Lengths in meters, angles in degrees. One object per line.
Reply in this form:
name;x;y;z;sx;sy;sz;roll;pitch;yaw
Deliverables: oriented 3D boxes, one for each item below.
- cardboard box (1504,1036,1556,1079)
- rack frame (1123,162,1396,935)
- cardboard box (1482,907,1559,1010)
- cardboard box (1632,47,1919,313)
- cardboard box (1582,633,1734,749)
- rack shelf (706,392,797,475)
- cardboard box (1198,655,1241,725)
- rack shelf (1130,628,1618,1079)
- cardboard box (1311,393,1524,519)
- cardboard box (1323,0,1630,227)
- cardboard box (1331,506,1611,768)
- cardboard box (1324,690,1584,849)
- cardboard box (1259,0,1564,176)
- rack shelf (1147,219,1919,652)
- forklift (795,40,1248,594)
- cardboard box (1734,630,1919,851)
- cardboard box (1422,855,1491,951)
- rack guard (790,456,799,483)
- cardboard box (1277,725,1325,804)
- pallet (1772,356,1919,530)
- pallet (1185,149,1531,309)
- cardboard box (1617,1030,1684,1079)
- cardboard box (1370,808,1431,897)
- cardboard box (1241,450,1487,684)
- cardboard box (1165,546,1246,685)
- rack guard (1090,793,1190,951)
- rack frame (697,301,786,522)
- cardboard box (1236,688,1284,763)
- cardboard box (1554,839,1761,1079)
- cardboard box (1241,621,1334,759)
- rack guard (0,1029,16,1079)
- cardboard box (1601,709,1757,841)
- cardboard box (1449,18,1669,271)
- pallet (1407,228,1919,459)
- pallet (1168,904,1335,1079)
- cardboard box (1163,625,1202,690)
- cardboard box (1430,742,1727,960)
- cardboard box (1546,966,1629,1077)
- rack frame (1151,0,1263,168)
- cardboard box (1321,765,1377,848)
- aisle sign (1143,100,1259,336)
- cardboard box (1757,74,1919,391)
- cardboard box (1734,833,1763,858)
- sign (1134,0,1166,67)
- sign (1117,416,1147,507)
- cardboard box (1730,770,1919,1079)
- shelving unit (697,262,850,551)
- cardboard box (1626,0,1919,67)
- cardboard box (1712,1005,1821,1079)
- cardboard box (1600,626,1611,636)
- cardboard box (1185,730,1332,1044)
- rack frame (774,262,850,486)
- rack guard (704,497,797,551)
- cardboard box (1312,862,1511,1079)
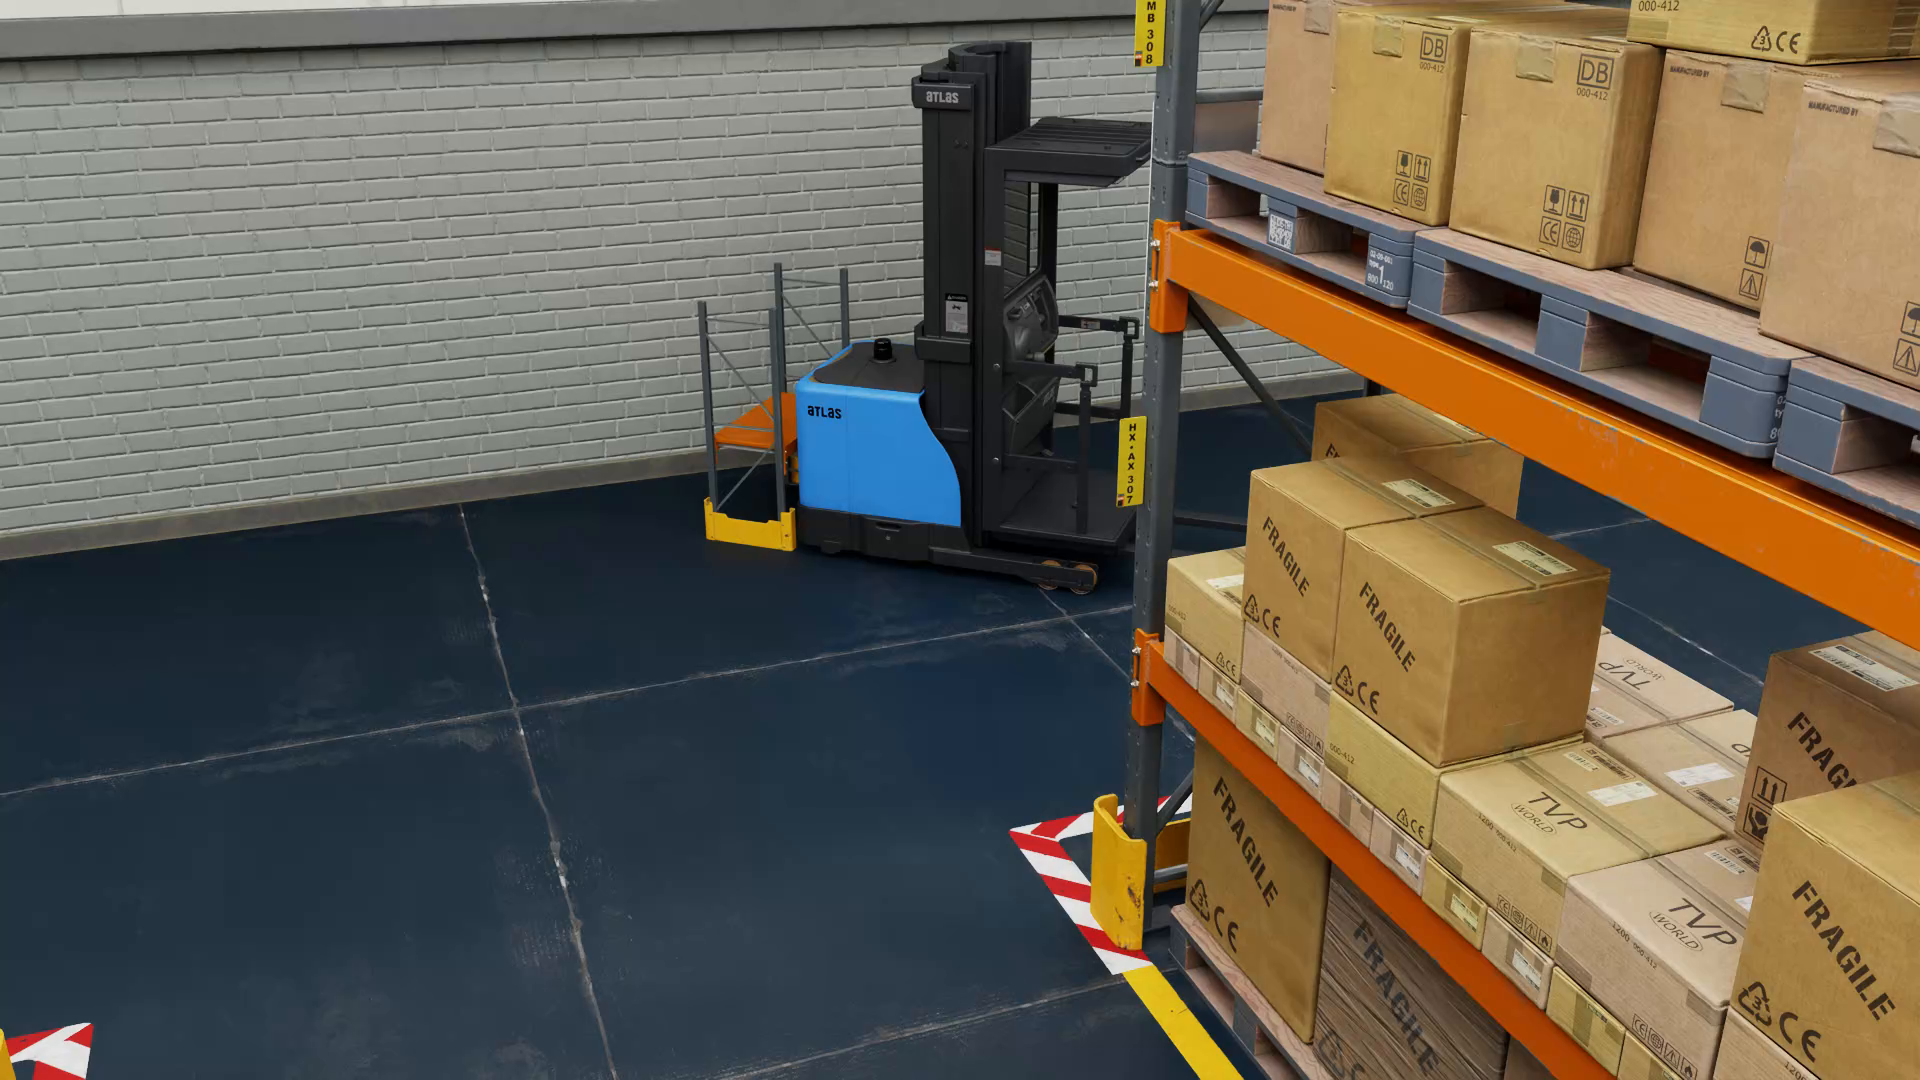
cardboard box;2.058;1.750;4.432;0.875;0.875;0.875;-8;24;-19
rack frame;1.122;0.089;6.178;1.000;3.000;0.127;-8;24;-19
cardboard box;1.577;1.032;4.262;0.380;0.149;0.250;-8;24;-18
cardboard box;1.964;-0.808;3.644;0.700;0.500;0.500;-7;24;-17
cardboard box;1.900;0.530;4.942;0.500;0.250;0.500;-9;25;-21
rack shelf;-1.116;-0.687;10.413;0.538;0.185;1.000;8;24;18
cardboard box;1.030;0.472;5.593;0.380;0.149;0.250;-9;24;-20
rack shelf;1.828;1.147;4.593;1.077;0.370;4.000;-8;24;-19
cardboard box;1.539;-0.184;5.669;0.500;0.500;0.500;-8;24;-18
cardboard box;1.441;-1.177;4.520;0.700;0.500;0.500;-9;25;-21
cardboard box;1.404;0.256;4.626;0.500;0.500;0.500;-9;24;-20
cardboard box;1.402;0.603;4.767;0.500;0.250;0.500;-9;25;-21
cardboard box;1.355;-1.398;5.044;0.700;0.500;0.500;-10;25;-22
rack shelf;1.828;-0.236;4.011;1.077;0.370;4.000;-8;24;-19
forklift;0.595;-1.272;9.493;3.031;2.935;1.130;8;24;17
cardboard box;2.250;0.551;3.926;0.500;0.500;0.500;-9;25;-21
cardboard box;1.483;0.937;4.488;0.380;0.149;0.250;-9;24;-20
rack guard;-0.944;-0.462;11.025;0.587;0.250;0.087;8;24;18
cardboard box;1.214;0.659;5.147;0.380;0.149;0.250;-9;24;-20
pallet;2.255;-0.098;2.873;1.003;0.211;1.213;-8;24;-19
pallet;1.393;-0.985;4.976;1.003;0.211;1.213;-8;24;-19
cardboard box;1.756;1.218;3.822;0.380;0.149;0.250;-8;24;-18
cardboard box;1.395;0.845;4.706;0.380;0.149;0.250;-9;24;-20
cardboard box;1.215;0.068;5.071;0.500;0.500;0.500;-9;24;-20
cardboard box;1.038;0.232;5.648;0.500;0.250;0.500;-9;24;-20
rack guard;1.113;1.232;6.684;1.175;0.500;0.348;-8;24;-19
rack frame;-1.288;-0.667;9.902;0.500;1.500;0.032;8;24;18
cardboard box;1.121;0.565;5.372;0.380;0.149;0.250;-9;24;-20
cardboard box;1.767;0.976;3.881;0.500;0.250;0.500;-8;24;-18
cardboard box;1.228;0.420;5.202;0.500;0.250;0.500;-9;24;-20
rack guard;-3.533;1.913;5.068;1.175;0.500;0.348;-8;24;-19
cardboard box;2.087;0.718;4.494;0.500;0.250;0.500;-8;24;-19
cardboard box;1.669;-0.996;4.090;0.700;0.500;0.500;-10;25;-23
pallet;1.828;-0.541;3.923;1.003;0.211;1.213;-8;24;-19
pallet;1.477;1.653;6.056;1.003;0.211;1.213;-8;24;-19
cardboard box;0.938;0.379;5.813;0.380;0.149;0.250;-8;24;-18
cardboard box;1.592;0.792;4.319;0.500;0.250;0.500;-9;24;-20
cardboard box;1.666;1.125;4.042;0.380;0.149;0.250;-9;24;-20
rack frame;1.122;-2.676;5.013;1.000;3.000;0.127;-8;24;-19
cardboard box;1.303;0.752;4.928;0.380;0.149;0.250;-9;24;-20
aisle sign;0.815;-1.094;5.637;0.394;0.787;0.004;-8;24;-19
cardboard box;2.016;-0.598;3.147;0.700;0.500;0.500;-7;24;-16
cardboard box;2.254;0.898;4.066;0.500;0.250;0.500;-8;24;-18
sign;0.600;-1.659;5.235;0.100;0.325;0.005;-8;24;-19
sign;0.600;-0.273;5.819;0.100;0.325;0.005;-8;24;-19
cardboard box;1.949;0.815;3.298;0.500;0.500;0.500;-8;24;-18
shelving unit;-1.113;-0.856;10.351;0.587;1.500;1.083;8;24;18
cardboard box;1.826;-1.190;3.585;0.500;0.250;0.500;-9;25;-21
cardboard box;1.948;1.162;3.441;0.500;0.250;0.500;-8;24;-17
cardboard box;1.720;0.345;5.380;0.500;0.250;0.500;-9;24;-20
cardboard box;1.422;1.096;5.983;0.875;0.875;0.875;-8;24;-19
rack frame;-0.943;-1.039;10.784;0.500;1.500;0.032;8;24;18
rack guard;-1.282;-0.099;10.162;0.587;0.250;0.087;8;24;18
cardboard box;1.744;1.426;5.199;0.875;0.875;0.875;-8;24;-19
